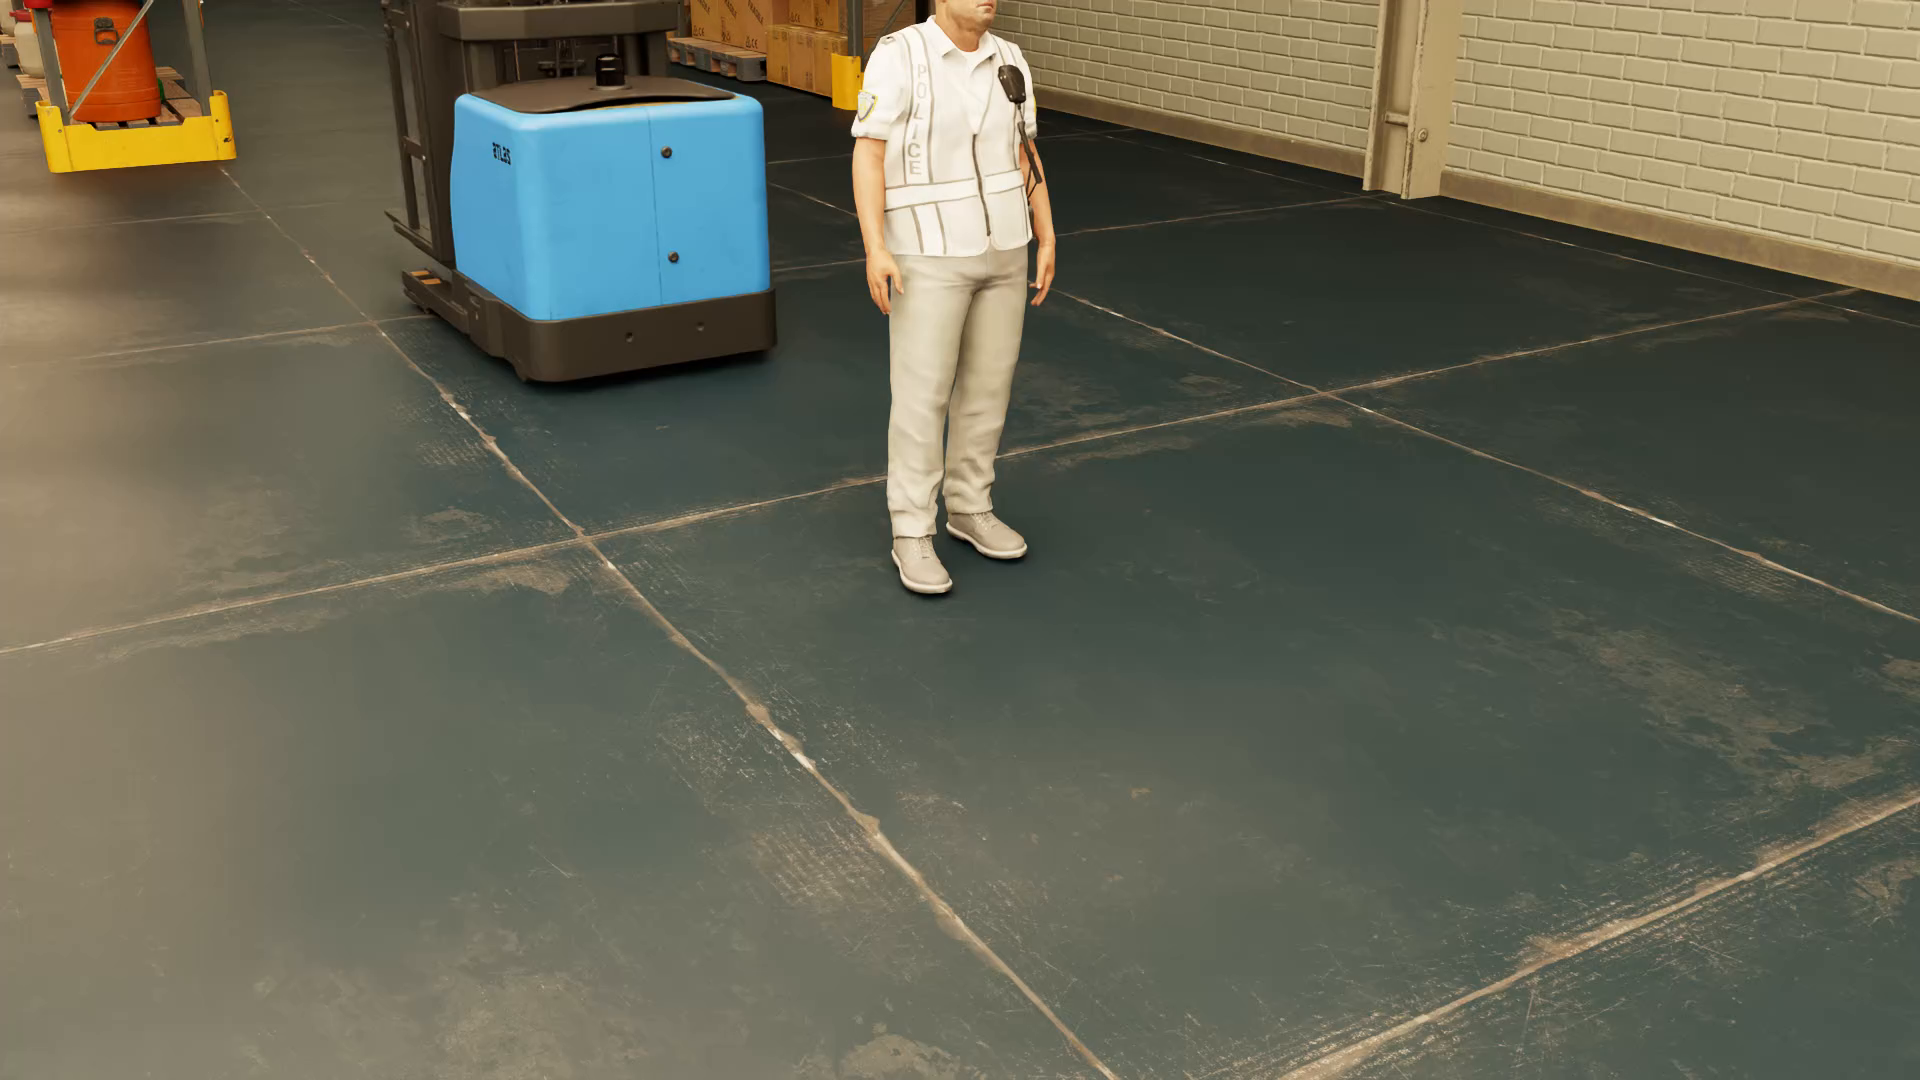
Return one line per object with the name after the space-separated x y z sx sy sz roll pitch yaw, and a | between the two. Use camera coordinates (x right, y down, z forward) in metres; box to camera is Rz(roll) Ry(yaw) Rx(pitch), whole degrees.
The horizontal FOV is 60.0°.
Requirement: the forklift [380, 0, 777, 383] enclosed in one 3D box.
-1.965 -2.478 7.314 1.130 2.935 3.031 -13 26 -29 | forklift

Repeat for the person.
0.030 -0.804 4.725 0.641 1.781 0.574 -12 25 -28 | person
